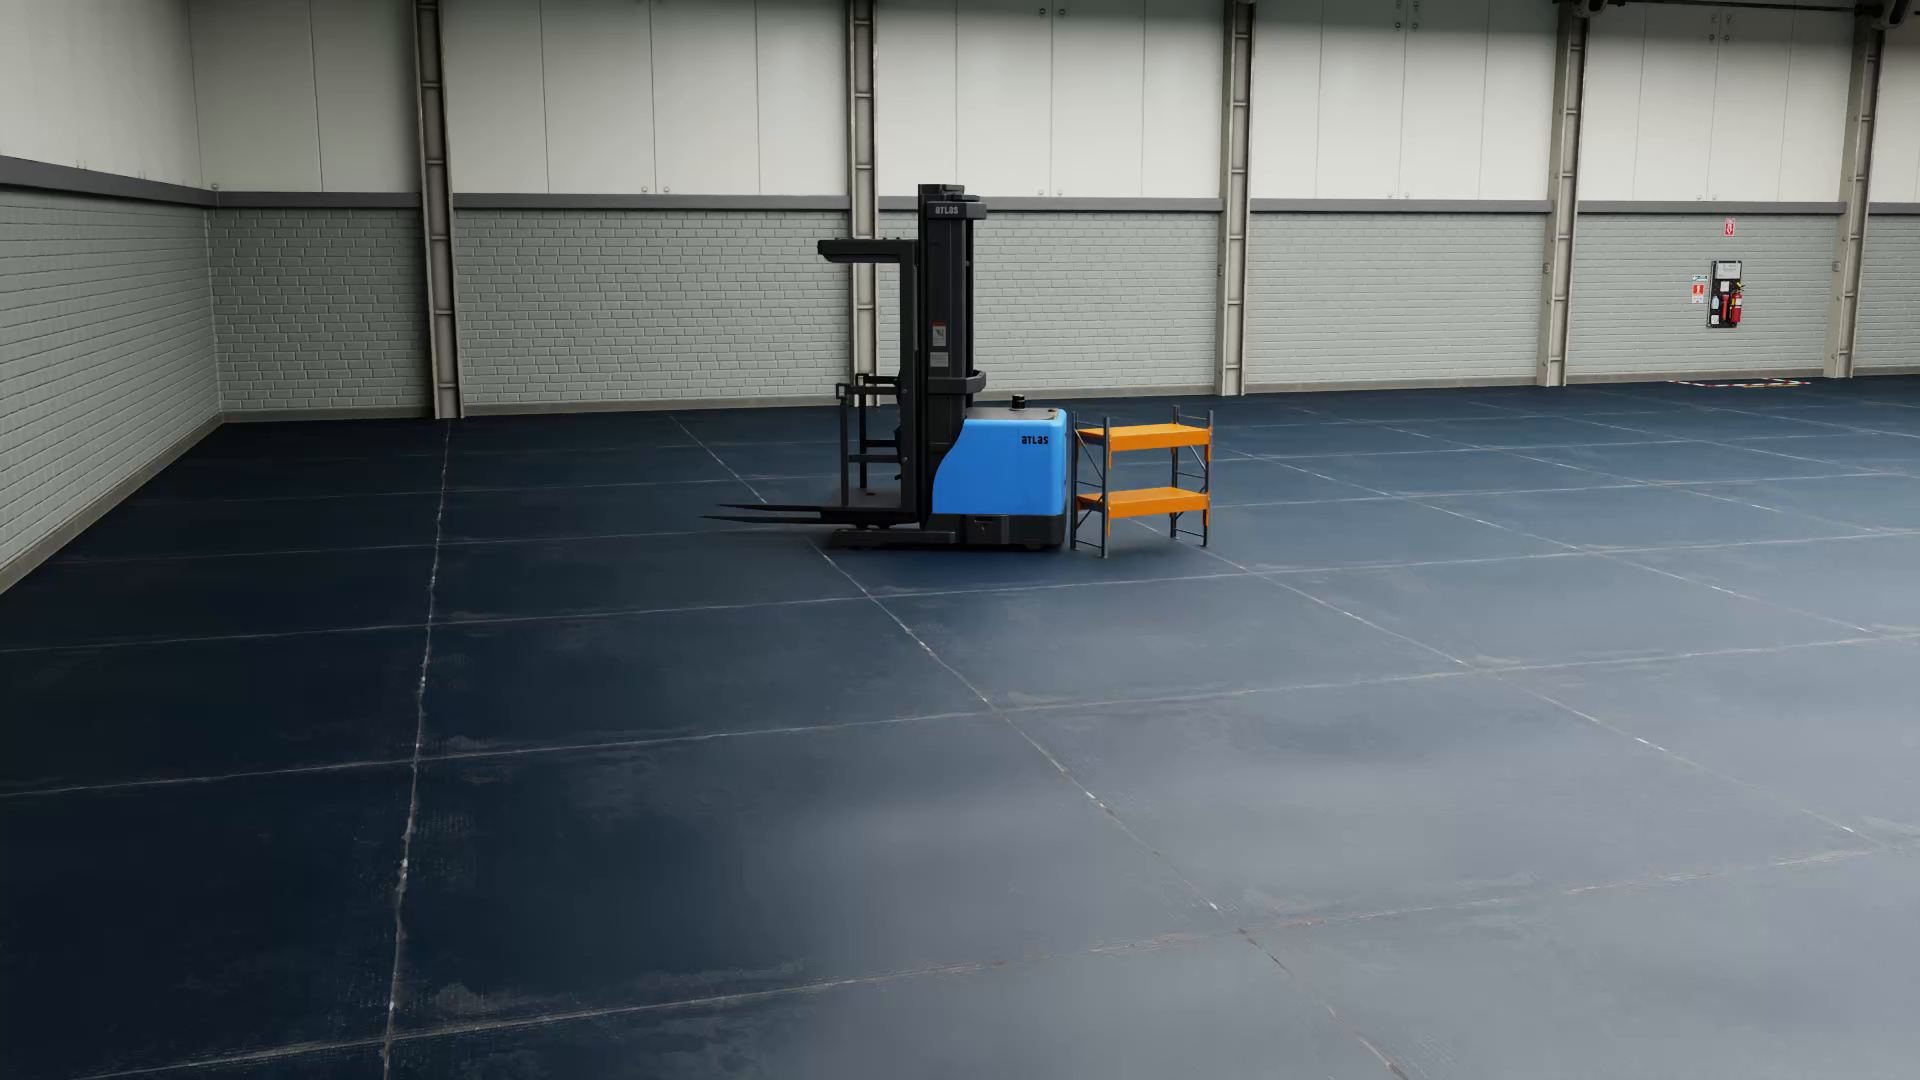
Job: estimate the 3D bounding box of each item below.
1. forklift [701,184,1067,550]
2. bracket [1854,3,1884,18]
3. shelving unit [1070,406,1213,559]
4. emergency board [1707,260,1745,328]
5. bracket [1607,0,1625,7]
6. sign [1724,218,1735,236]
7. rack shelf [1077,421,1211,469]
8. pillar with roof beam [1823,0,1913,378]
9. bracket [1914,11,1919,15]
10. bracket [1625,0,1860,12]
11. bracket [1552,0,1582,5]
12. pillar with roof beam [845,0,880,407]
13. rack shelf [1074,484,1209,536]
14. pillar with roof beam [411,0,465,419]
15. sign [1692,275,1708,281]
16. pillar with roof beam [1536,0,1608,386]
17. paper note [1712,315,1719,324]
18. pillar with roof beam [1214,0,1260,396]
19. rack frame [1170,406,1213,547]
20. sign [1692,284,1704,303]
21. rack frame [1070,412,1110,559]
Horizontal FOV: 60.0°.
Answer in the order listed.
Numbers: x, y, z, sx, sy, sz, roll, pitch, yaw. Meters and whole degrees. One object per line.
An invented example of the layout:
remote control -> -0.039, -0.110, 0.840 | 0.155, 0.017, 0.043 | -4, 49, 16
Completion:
forklift -> -0.627, -1.452, 13.840 | 3.031, 2.935, 1.130 | 1, 10, 5
bracket -> 15.549, -9.059, 28.458 | 0.430, 0.232, 0.235 | -3, 11, -16
shelving unit -> 1.484, -0.491, 13.608 | 1.048, 1.125, 0.538 | -6, 12, -29
emergency board -> 13.465, -4.303, 29.133 | 0.643, 1.169, 0.194 | -3, 11, -16
bracket -> 10.585, -8.797, 27.037 | 0.430, 0.232, 0.235 | -3, 11, -16
sign -> 13.429, -5.460, 29.015 | 0.199, 0.298, 0.001 | -3, 11, -16
rack shelf -> 1.484, -0.779, 13.555 | 1.000, 0.278, 0.538 | -6, 12, -29
pillar with roof beam -> 17.052, -6.623, 25.168 | 0.548, 9.000, 9.100 | -3, 11, -16
bracket -> 18.820, -9.231, 29.395 | 4.783, 0.066, 0.076 | -3, 11, -16
bracket -> 13.059, -8.928, 27.745 | 4.783, 0.066, 0.076 | -3, 11, -16
bracket -> 9.788, -8.755, 26.809 | 0.430, 0.232, 0.235 | -3, 11, -16
pillar with roof beam -> -0.231, -5.712, 20.221 | 0.400, 9.000, 9.100 | -3, 11, -16
rack shelf -> 1.484, -0.251, 13.653 | 1.000, 0.278, 0.538 | -6, 12, -29
pillar with roof beam -> -5.992, -5.409, 18.571 | 0.400, 9.000, 9.100 | -3, 11, -16
sign -> 12.912, -4.569, 29.020 | 0.331, 0.109, 0.001 | -3, 11, -16
pillar with roof beam -> 11.291, -6.319, 23.519 | 0.548, 9.000, 9.100 | -3, 11, -16
paper note -> 13.276, -3.872, 29.230 | 0.142, 0.148, 0.016 | -3, 11, -16
pillar with roof beam -> 5.530, -6.016, 21.870 | 0.548, 9.000, 9.100 | -3, 11, -16
rack frame -> 1.927, -0.536, 13.853 | 0.032, 1.125, 0.500 | -6, 12, -29
sign -> 12.905, -4.310, 29.076 | 0.234, 0.329, 0.001 | -3, 11, -16
rack frame -> 1.041, -0.446, 13.363 | 0.032, 1.125, 0.500 | -6, 12, -29
